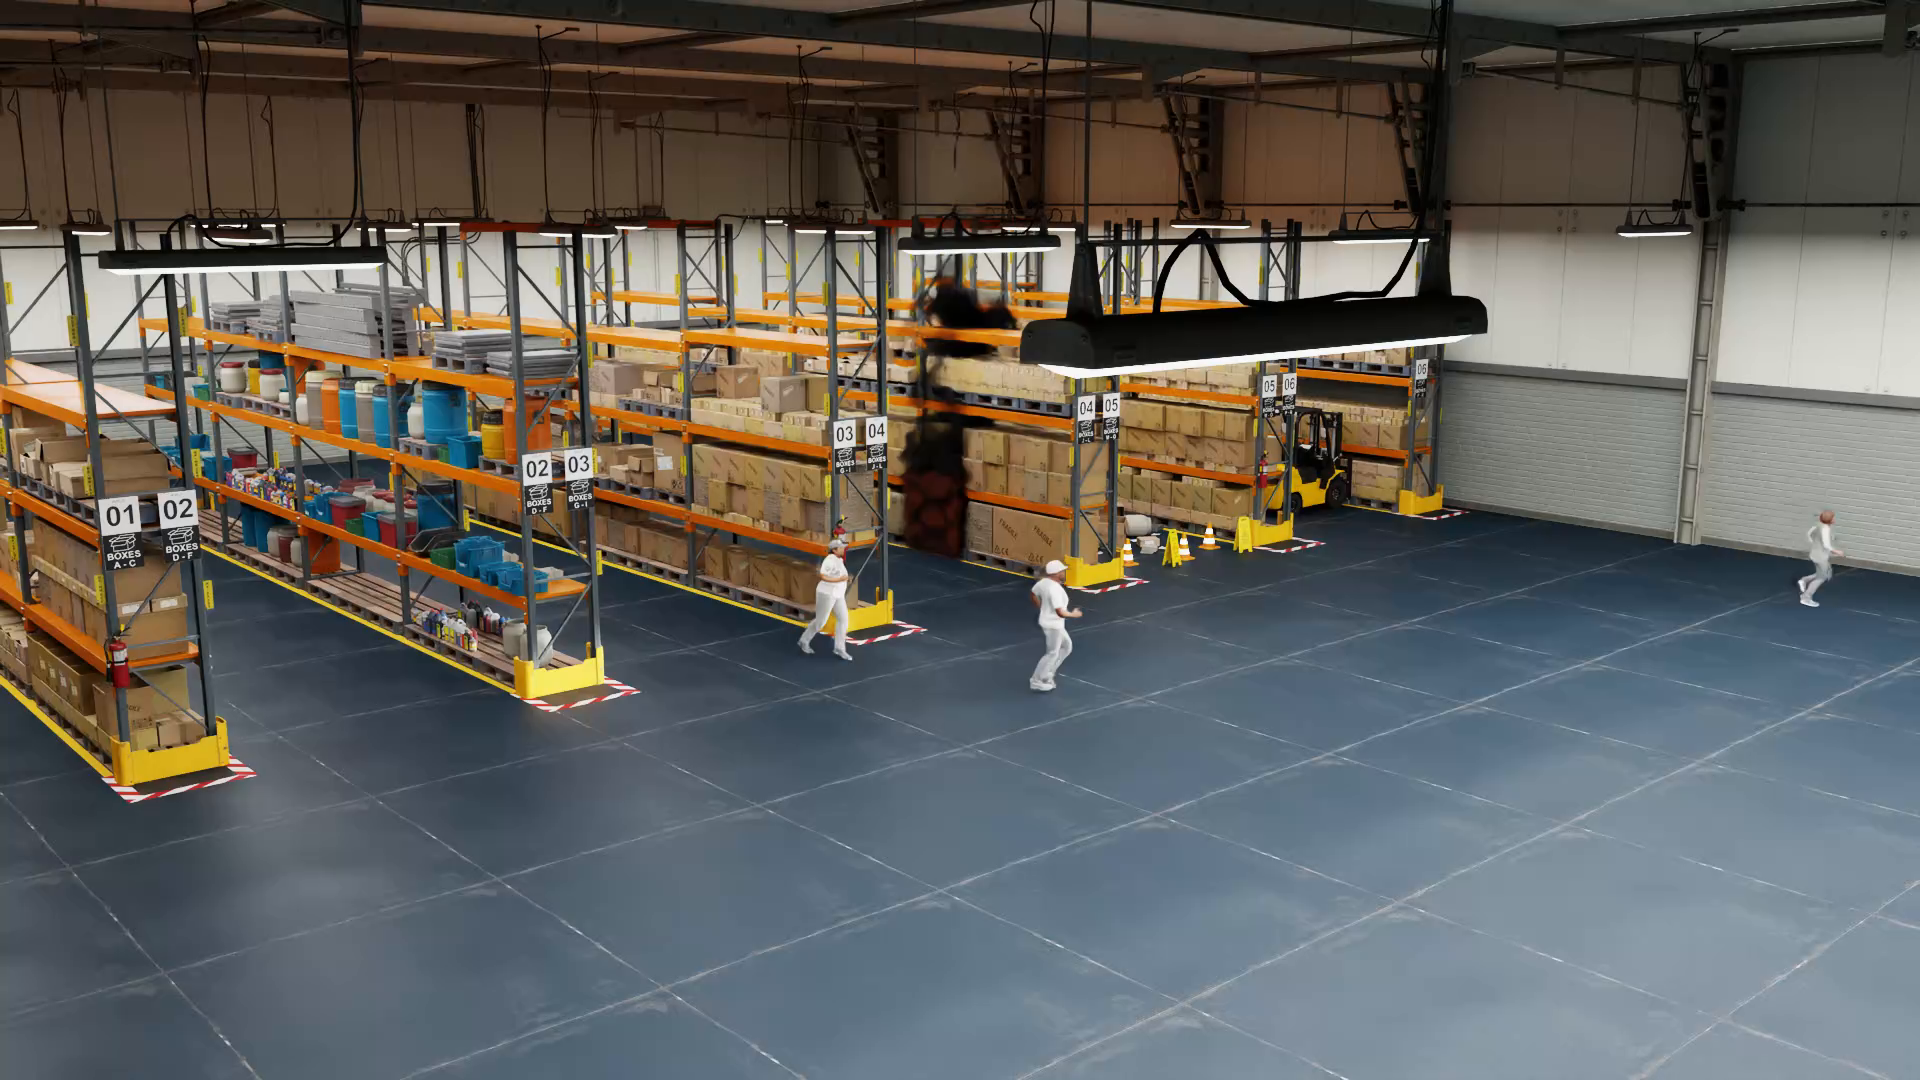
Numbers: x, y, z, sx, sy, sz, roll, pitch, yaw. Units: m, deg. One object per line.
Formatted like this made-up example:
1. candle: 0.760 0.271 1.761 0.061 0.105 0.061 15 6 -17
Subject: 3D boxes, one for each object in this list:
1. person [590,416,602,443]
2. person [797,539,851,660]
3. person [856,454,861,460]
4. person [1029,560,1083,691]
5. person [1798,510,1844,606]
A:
1. person: -8.361 -2.007 37.718 0.593 1.647 0.555 11 16 43
2. person: -1.842 0.823 23.681 0.824 1.676 0.641 5 13 24
3. person: -2.023 -0.943 30.677 0.661 1.768 0.918 -10 15 -41
4. person: 1.251 1.137 21.874 0.695 1.789 0.724 -2 12 -8
5. person: 13.774 0.285 26.569 0.593 1.557 0.567 3 12 15
